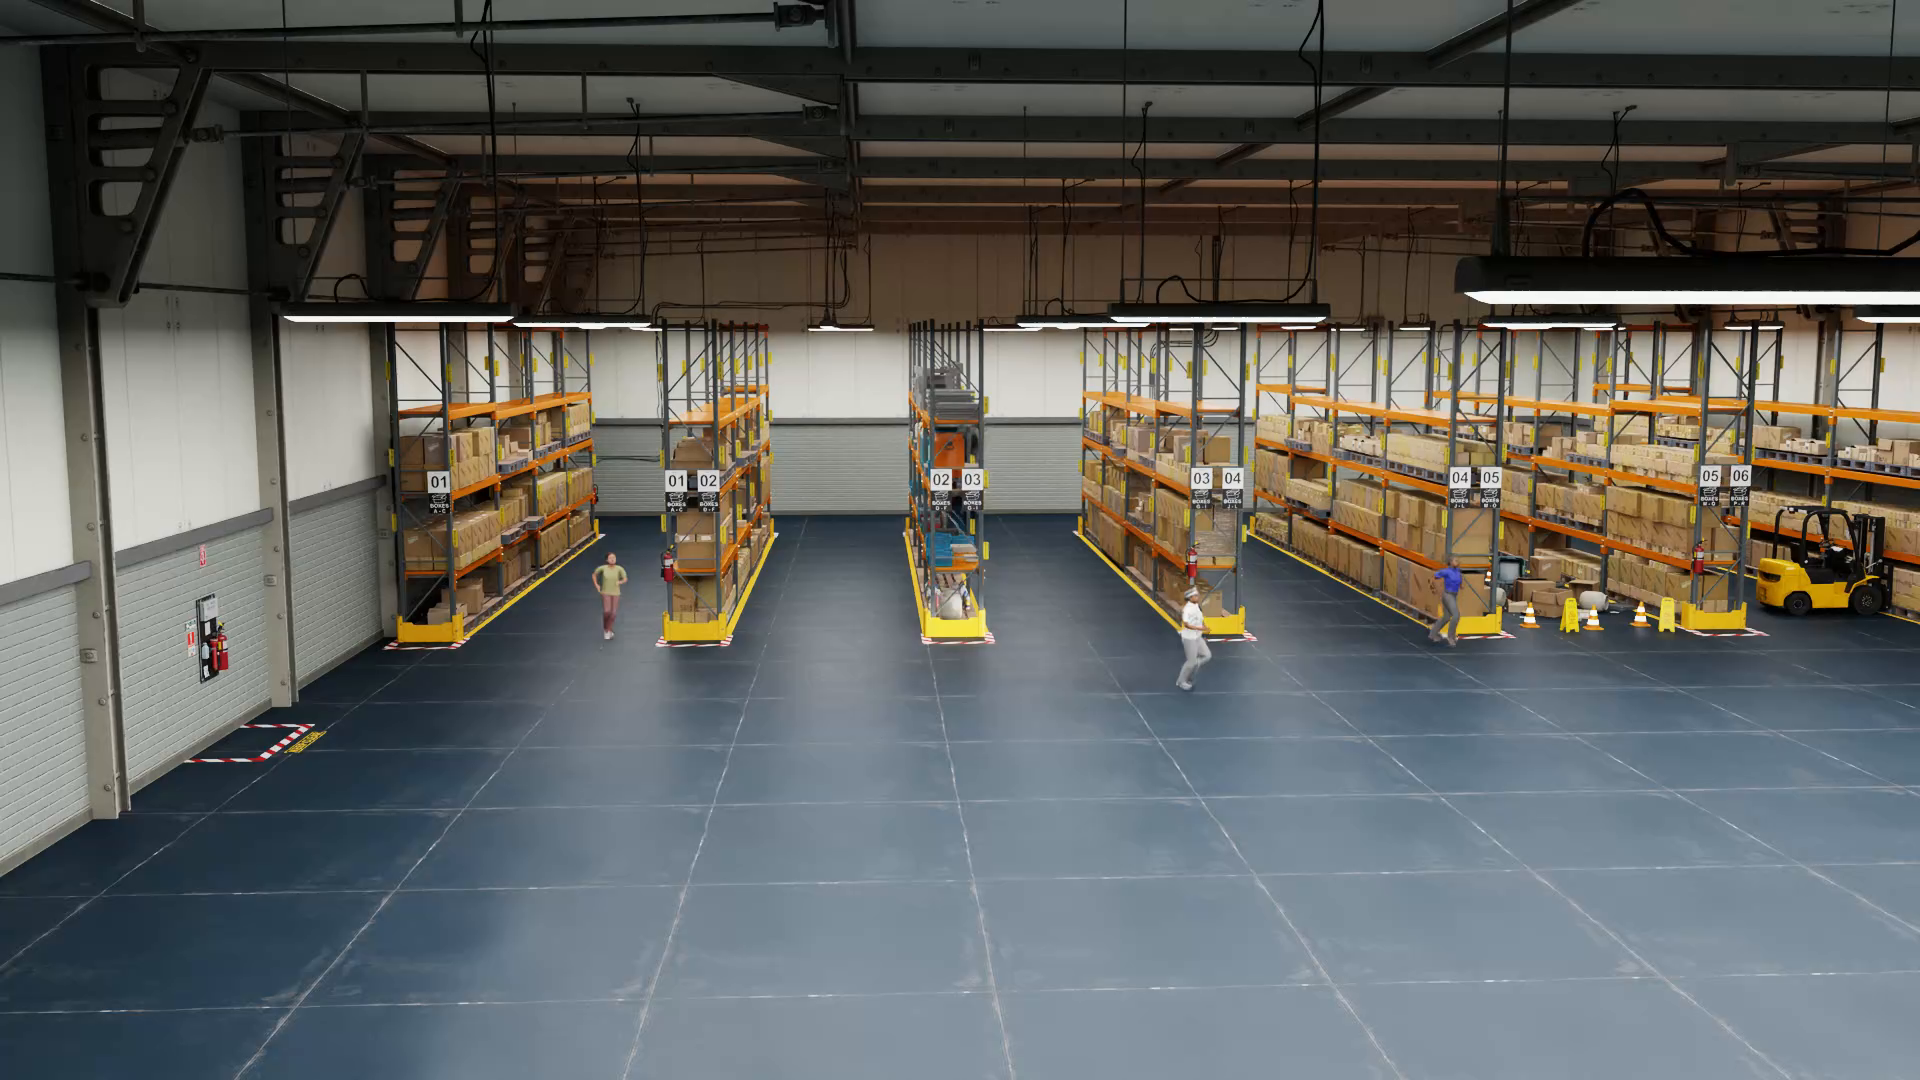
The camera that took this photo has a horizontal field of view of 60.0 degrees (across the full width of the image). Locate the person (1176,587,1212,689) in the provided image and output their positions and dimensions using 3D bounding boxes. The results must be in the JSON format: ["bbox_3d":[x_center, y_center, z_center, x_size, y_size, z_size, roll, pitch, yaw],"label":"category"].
[{"bbox_3d":[3.792,1.577,26.837,0.561,1.672,0.630,3,8,25],"label":"person"}]

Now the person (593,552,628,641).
[{"bbox_3d":[-6.548,1.049,31.232,0.634,1.662,0.651,-2,7,-19],"label":"person"}]

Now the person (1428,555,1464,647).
[{"bbox_3d":[9.050,1.129,30.837,0.664,1.691,0.610,6,9,42],"label":"person"}]
